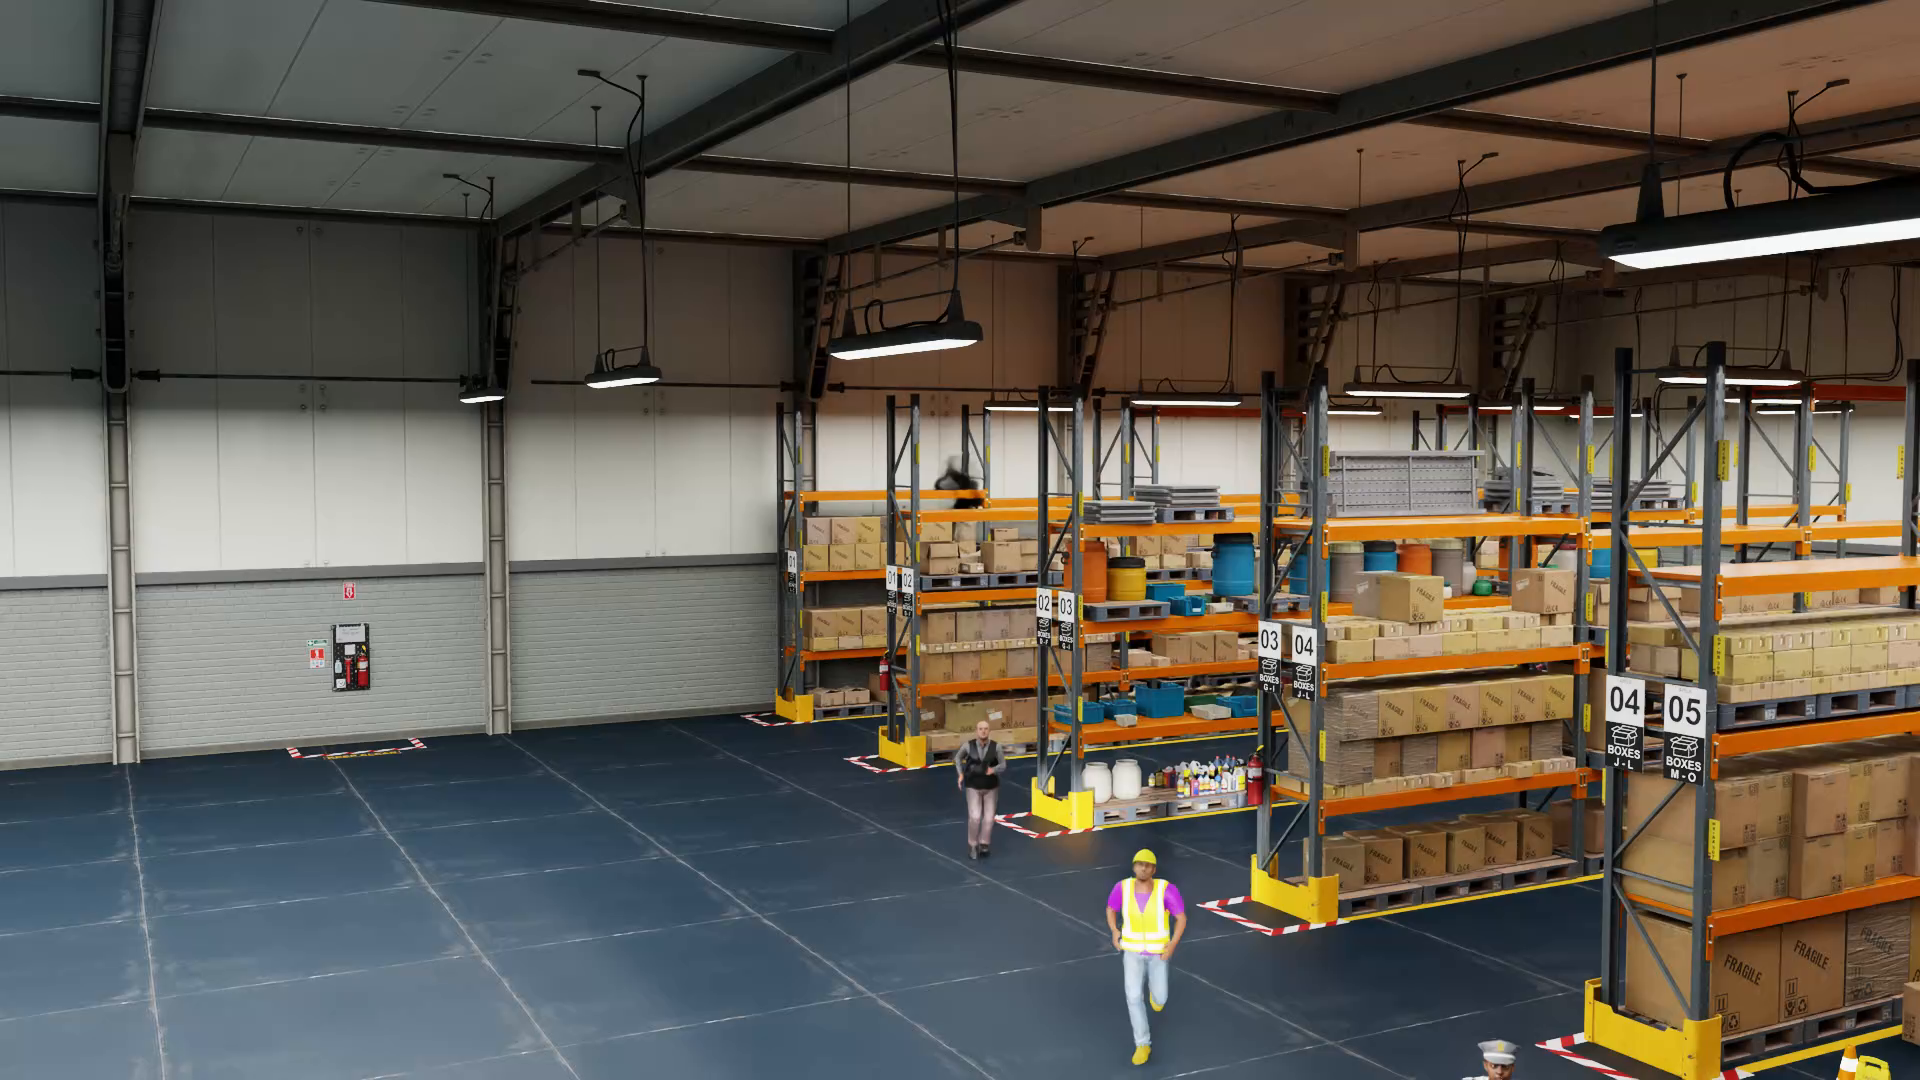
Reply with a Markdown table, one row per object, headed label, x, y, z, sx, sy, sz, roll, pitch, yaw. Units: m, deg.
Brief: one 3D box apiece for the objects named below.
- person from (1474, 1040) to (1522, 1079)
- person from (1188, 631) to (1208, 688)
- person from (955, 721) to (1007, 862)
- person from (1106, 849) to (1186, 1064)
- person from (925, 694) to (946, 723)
| label | x | y | z | sx | sy | sz | roll | pitch | yaw |
| --- | --- | --- | --- | --- | --- | --- | --- | --- | --- |
| person | 3.134 | 3.774 | 9.738 | 0.558 | 1.760 | 0.698 | 1 | 3 | 13 |
| person | 4.609 | 2.538 | 31.986 | 0.893 | 1.585 | 0.537 | -2 | 4 | -29 |
| person | 0.269 | 3.136 | 20.767 | 0.626 | 1.746 | 0.720 | 0 | 3 | -6 |
| person | 1.596 | 3.512 | 14.297 | 0.693 | 1.738 | 0.902 | 0 | 3 | 8 |
| person | -0.508 | 2.530 | 29.184 | 0.564 | 1.726 | 0.635 | -1 | 4 | -24 |
